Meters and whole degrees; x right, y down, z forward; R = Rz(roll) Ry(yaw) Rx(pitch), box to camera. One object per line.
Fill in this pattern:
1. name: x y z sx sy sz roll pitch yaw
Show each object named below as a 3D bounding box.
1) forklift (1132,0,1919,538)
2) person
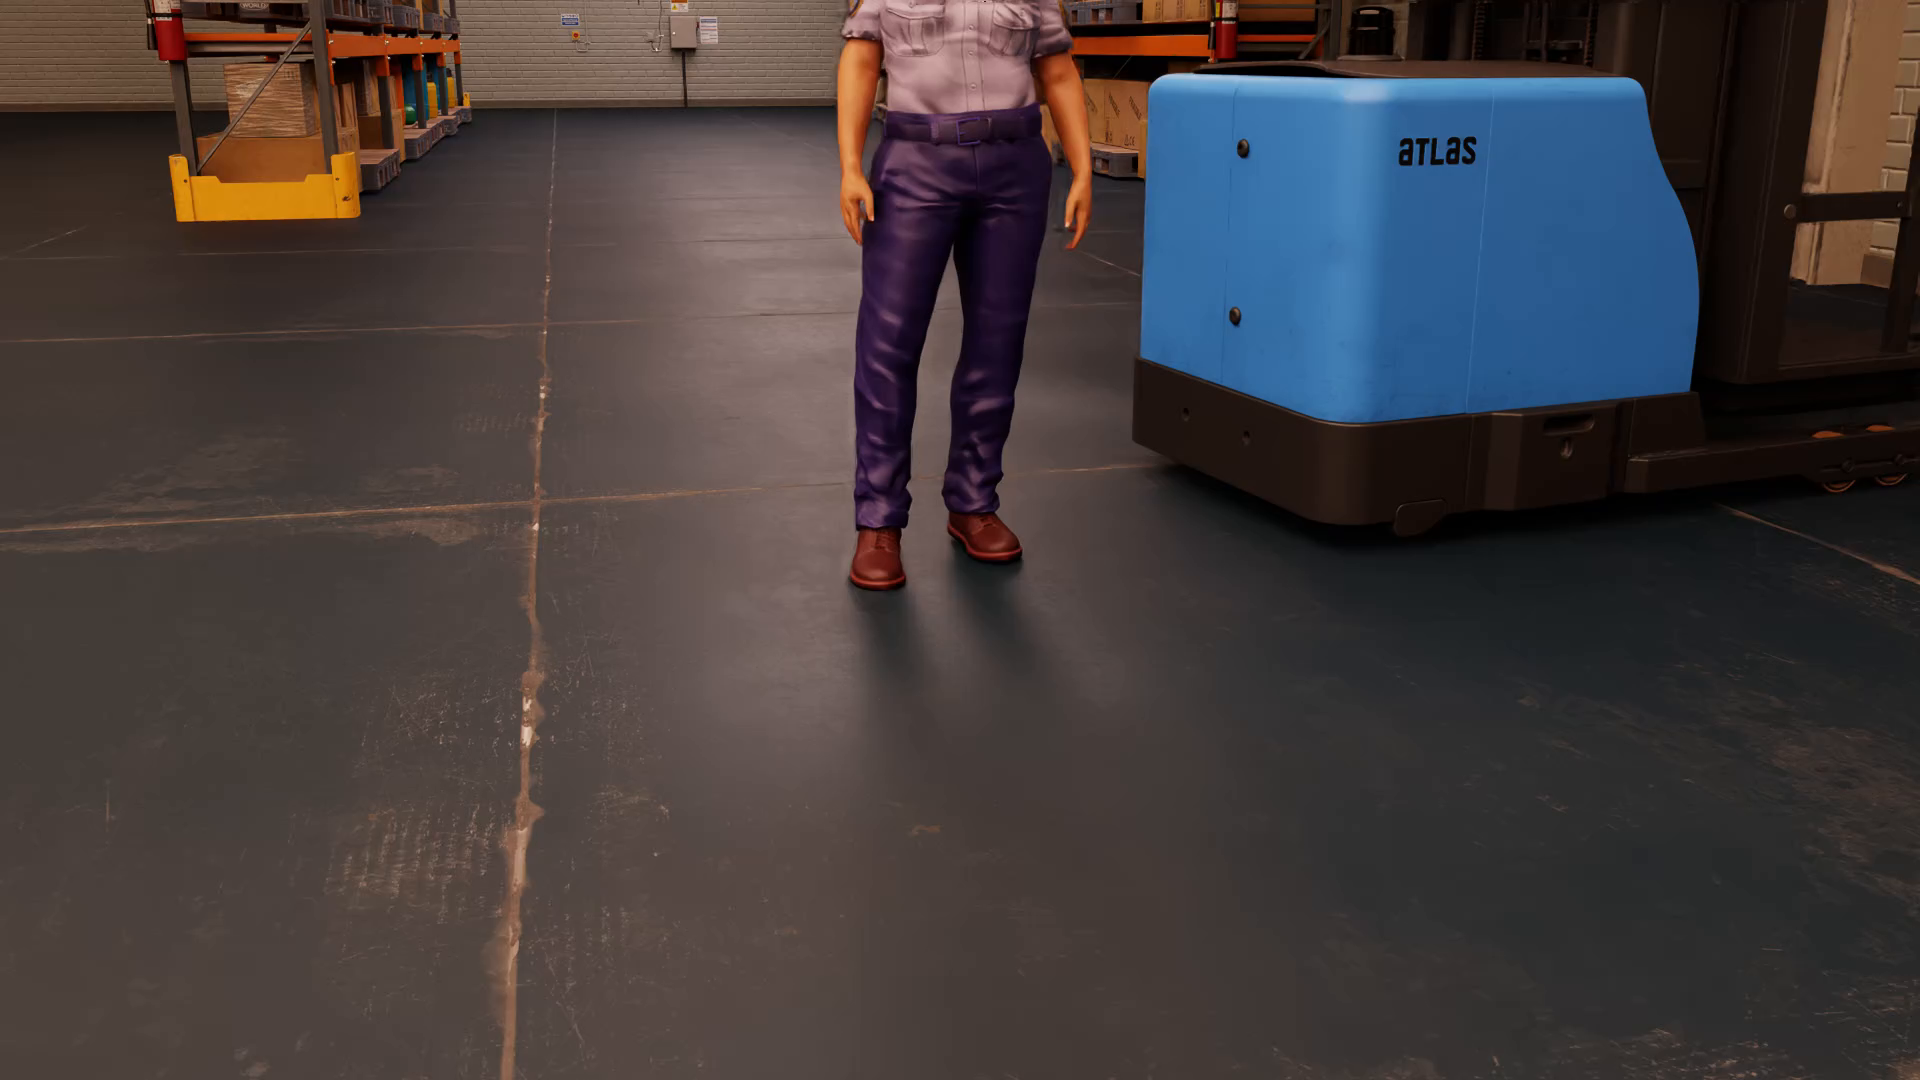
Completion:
1. forklift: 2.057 -1.662 4.463 3.031 2.935 1.130 -7 18 -21
2. person: 0.015 -0.761 3.682 0.610 1.654 0.484 -4 17 -14
